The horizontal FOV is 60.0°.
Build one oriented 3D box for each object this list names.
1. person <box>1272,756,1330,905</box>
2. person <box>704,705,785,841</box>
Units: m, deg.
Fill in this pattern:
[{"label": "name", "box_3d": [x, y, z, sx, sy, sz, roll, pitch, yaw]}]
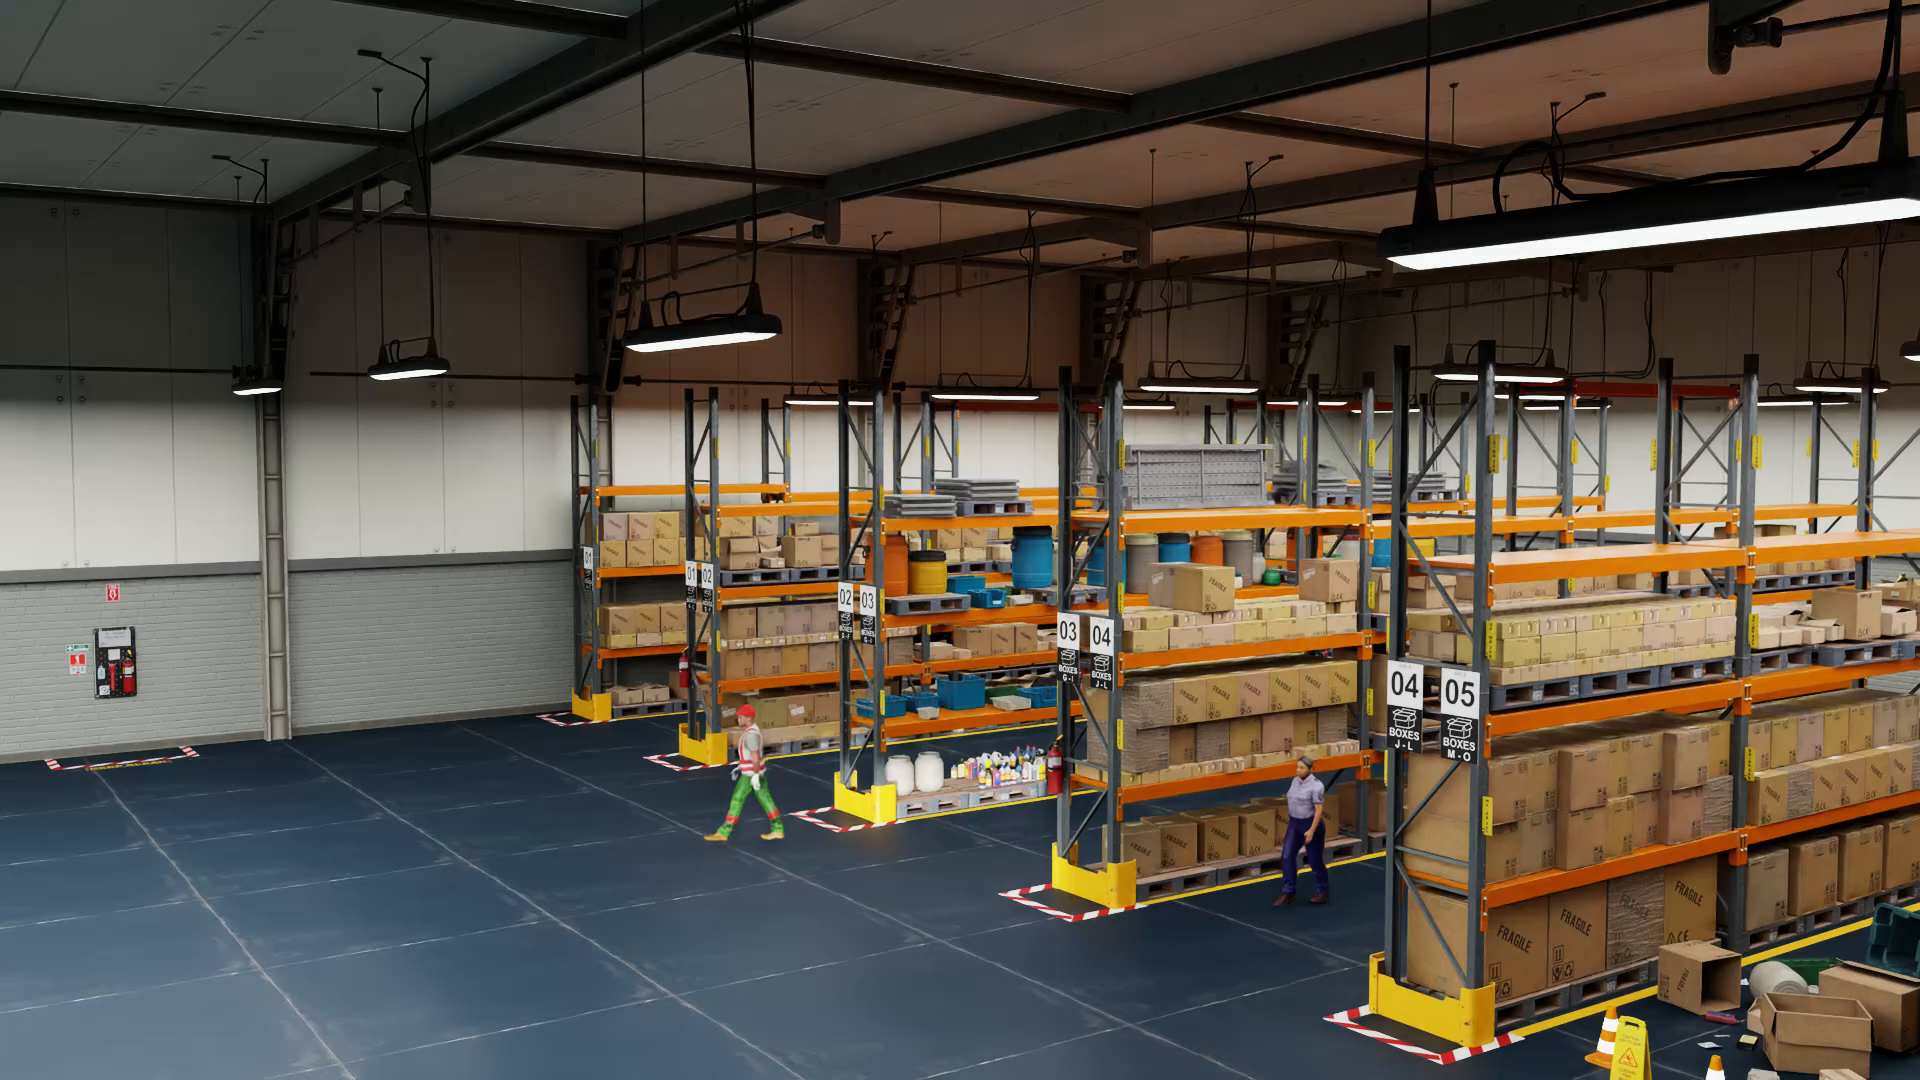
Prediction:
[{"label": "person", "box_3d": [3.827, 3.235, 18.531, 0.652, 1.669, 0.534, -2, 4, -33]}, {"label": "person", "box_3d": [-2.756, 2.981, 21.309, 0.995, 1.735, 0.563, 0, 3, 2]}]
